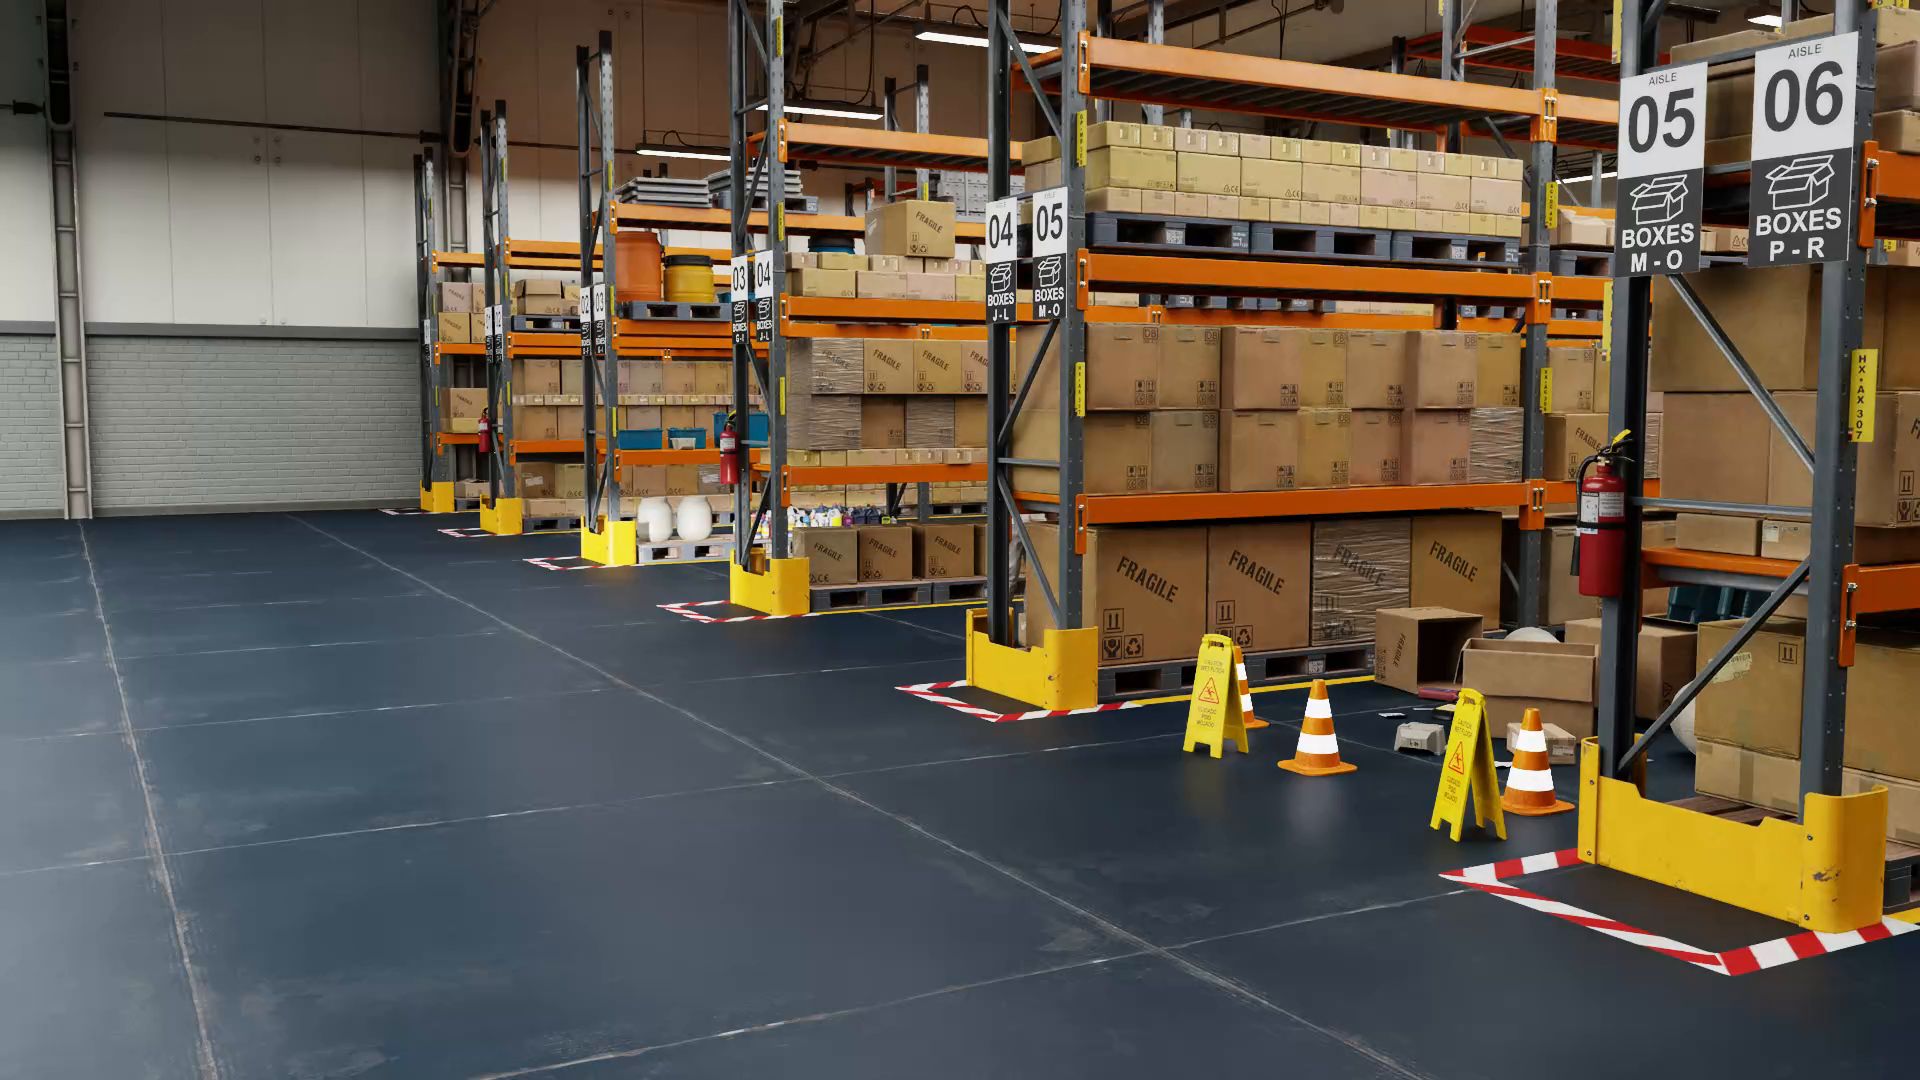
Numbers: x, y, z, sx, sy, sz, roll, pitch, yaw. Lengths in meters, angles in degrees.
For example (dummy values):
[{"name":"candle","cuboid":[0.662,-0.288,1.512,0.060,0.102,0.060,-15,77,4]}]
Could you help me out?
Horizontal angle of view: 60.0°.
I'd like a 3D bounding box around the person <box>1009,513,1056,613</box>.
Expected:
[{"name":"person","cuboid":[0.496,-0.077,13.022,0.617,1.774,0.448,-3,6,-28]}]
